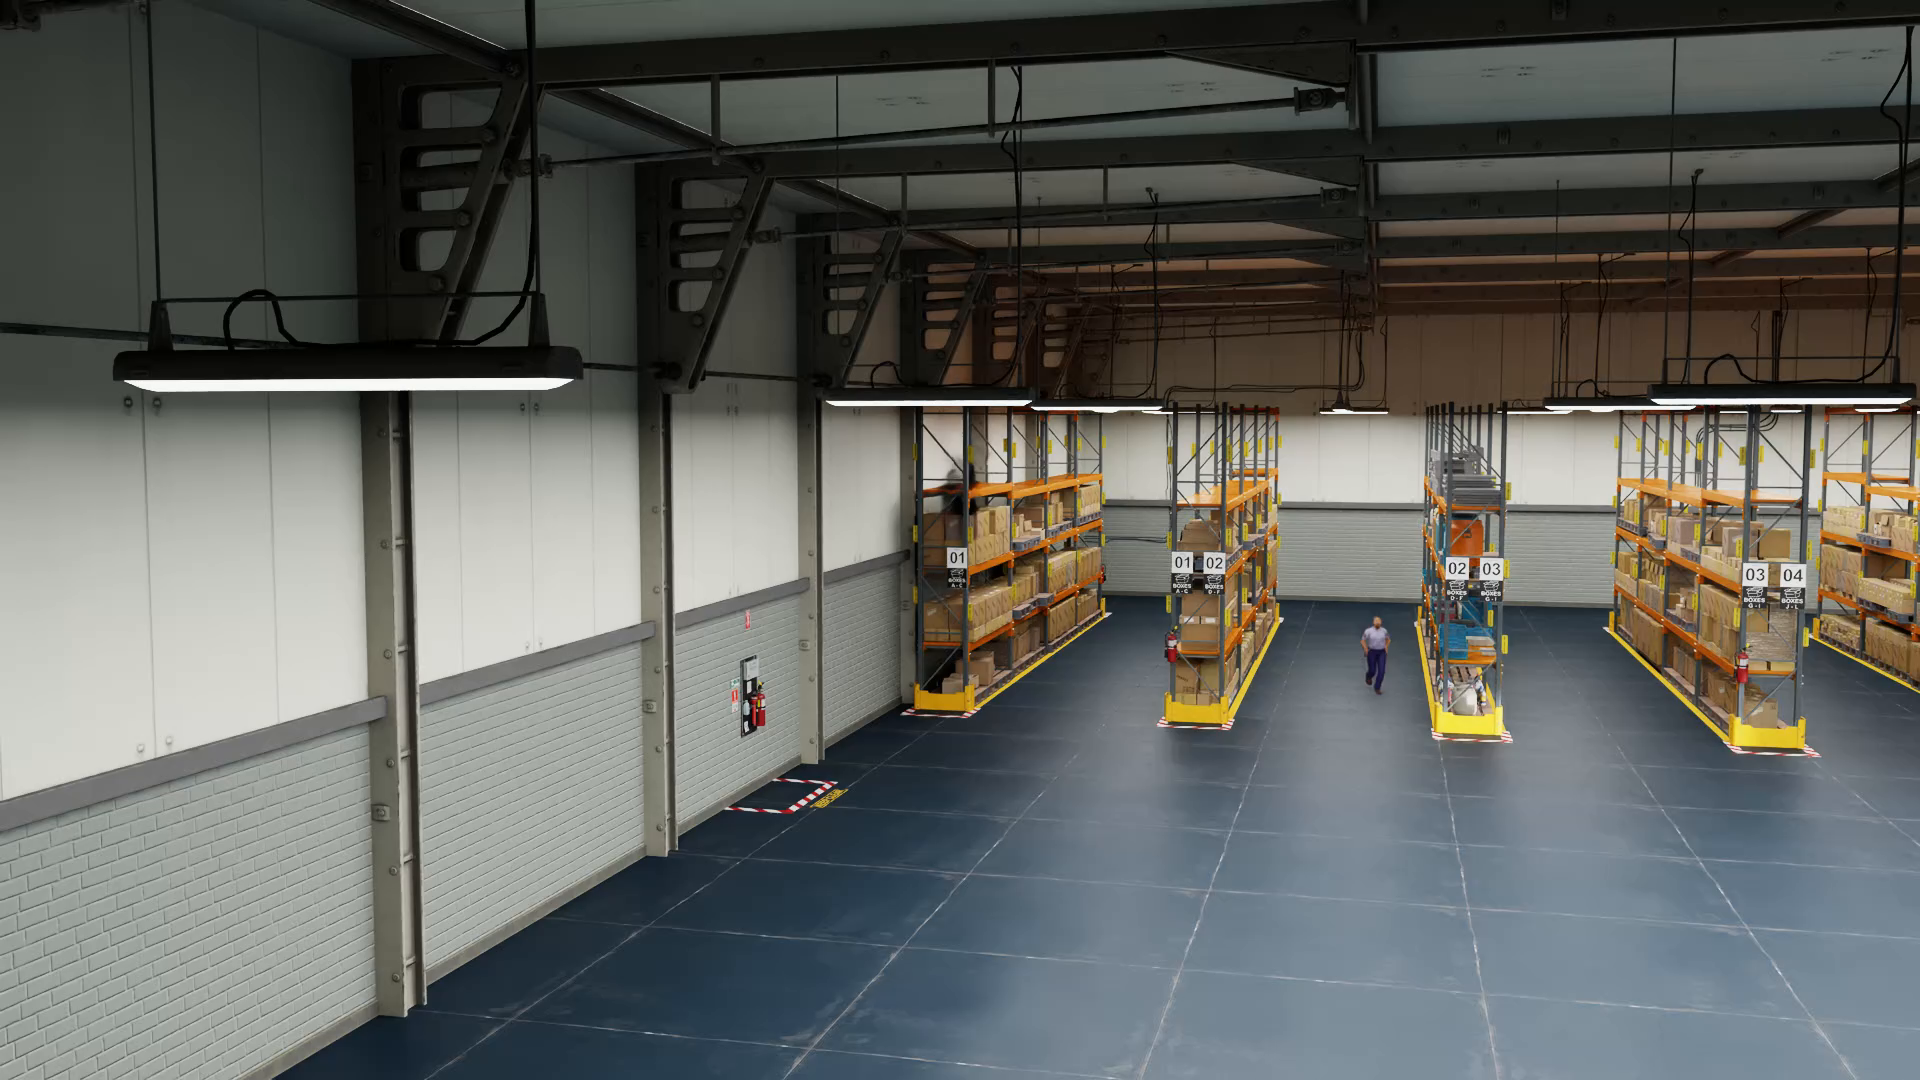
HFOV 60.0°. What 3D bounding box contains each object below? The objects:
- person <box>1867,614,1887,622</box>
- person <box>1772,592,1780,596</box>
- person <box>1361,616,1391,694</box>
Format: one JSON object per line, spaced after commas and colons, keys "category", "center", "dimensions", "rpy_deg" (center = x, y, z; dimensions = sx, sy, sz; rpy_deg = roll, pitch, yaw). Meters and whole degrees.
{"category": "person", "center": [23.974, 1.644, 43.436], "dimensions": [0.766, 1.792, 0.786], "rpy_deg": [-1, 4, -19]}
{"category": "person", "center": [21.084, 1.673, 43.466], "dimensions": [0.753, 1.744, 0.835], "rpy_deg": [3, 5, 35]}
{"category": "person", "center": [8.656, 2.379, 34.574], "dimensions": [0.609, 1.606, 0.584], "rpy_deg": [0, 4, 1]}
